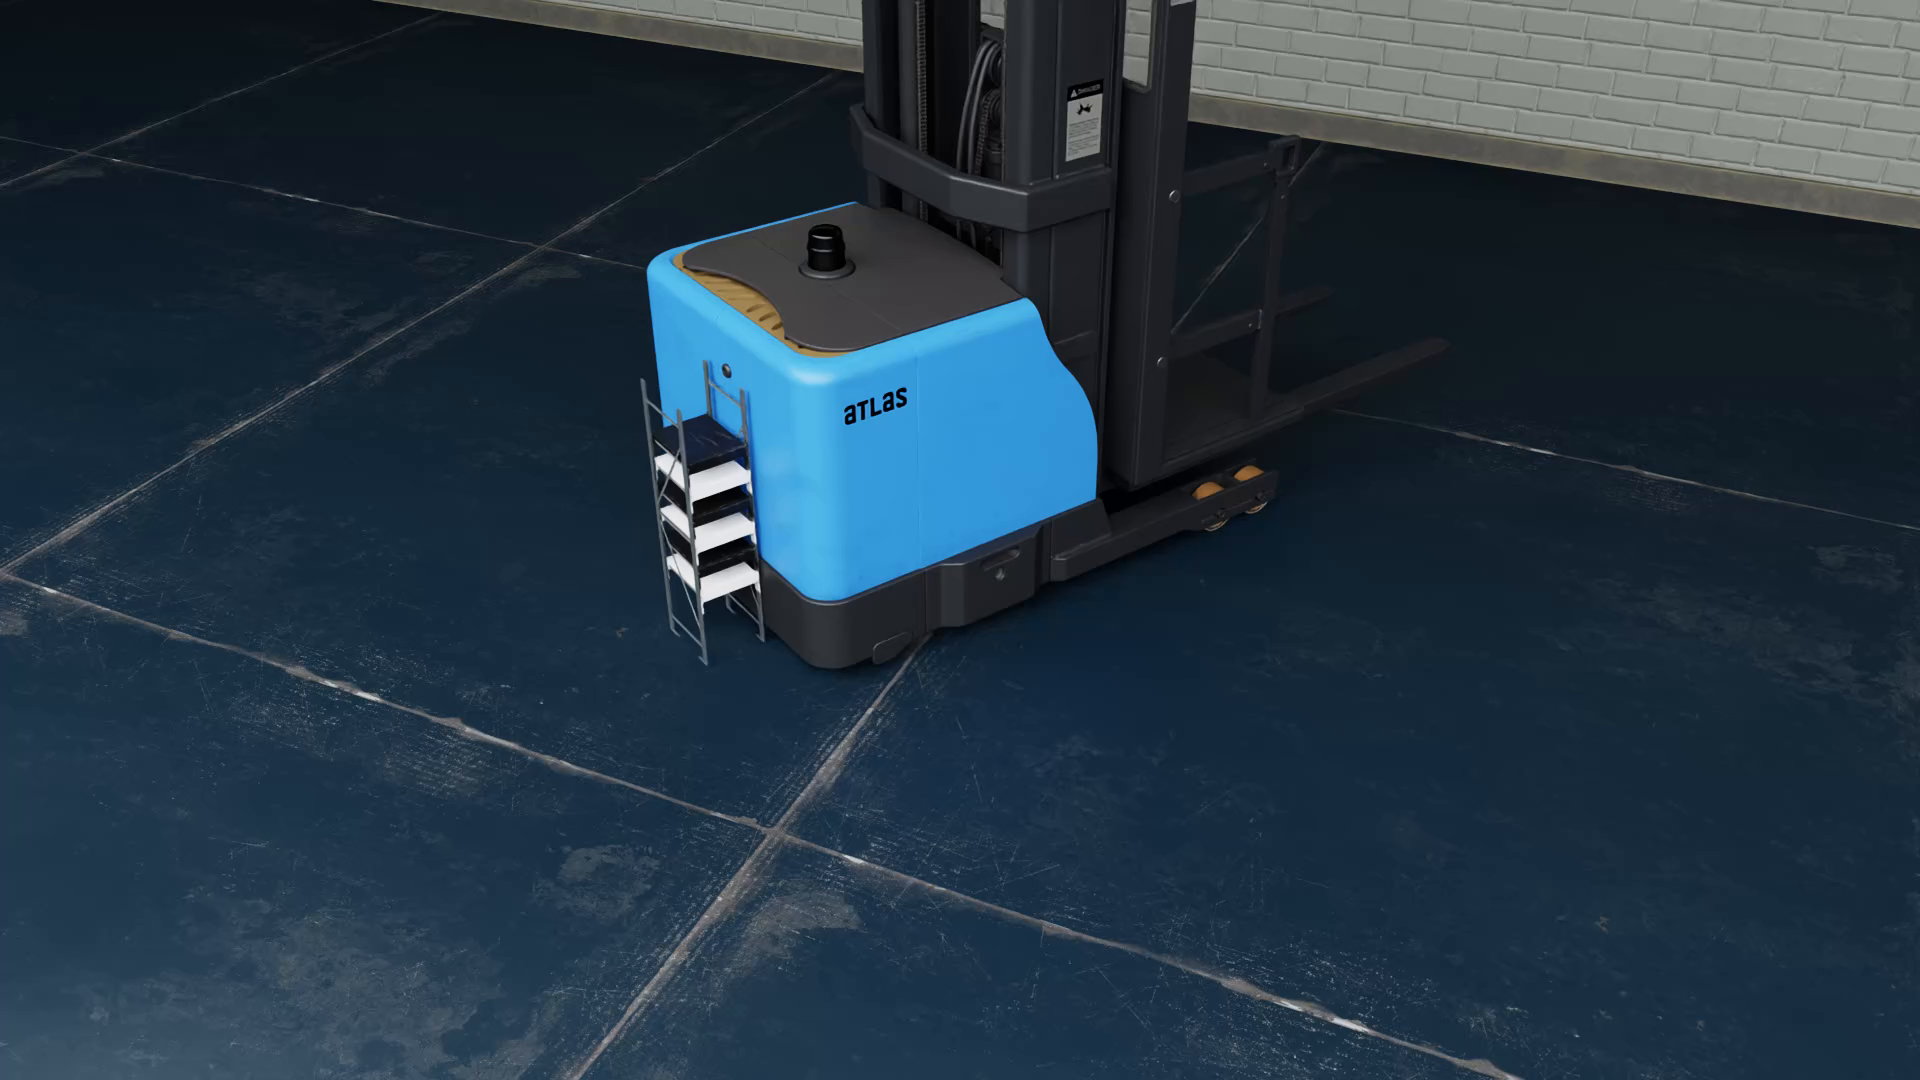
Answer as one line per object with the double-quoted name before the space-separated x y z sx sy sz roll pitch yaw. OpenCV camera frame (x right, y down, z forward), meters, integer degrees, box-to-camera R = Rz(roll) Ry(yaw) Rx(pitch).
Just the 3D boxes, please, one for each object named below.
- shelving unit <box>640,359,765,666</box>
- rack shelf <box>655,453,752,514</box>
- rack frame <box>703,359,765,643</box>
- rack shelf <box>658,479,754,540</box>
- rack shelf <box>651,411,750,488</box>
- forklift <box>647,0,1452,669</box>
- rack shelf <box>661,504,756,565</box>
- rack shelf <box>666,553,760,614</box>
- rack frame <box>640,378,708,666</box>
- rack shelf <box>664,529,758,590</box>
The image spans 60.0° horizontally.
"shelving unit" -0.771 -0.072 5.039 0.210 0.900 0.258 -22 39 -29
"rack shelf" -0.771 -0.195 4.958 0.200 0.077 0.258 -22 39 -29
"rack frame" -0.689 -0.105 5.088 0.006 0.900 0.240 -22 39 -29
"rack shelf" -0.771 -0.119 5.007 0.200 0.077 0.258 -22 39 -29
"rack shelf" -0.771 -0.270 4.908 0.200 0.077 0.258 -22 39 -29
"forklift" 0.507 -1.471 5.321 3.031 2.935 1.130 -22 39 -29
"rack shelf" -0.771 -0.044 5.057 0.200 0.077 0.258 -22 39 -29
"rack shelf" -0.771 0.106 5.156 0.200 0.077 0.258 -22 39 -29
"rack frame" -0.854 -0.039 4.989 0.006 0.900 0.240 -22 39 -29
"rack shelf" -0.771 0.031 5.106 0.200 0.077 0.258 -22 39 -29
